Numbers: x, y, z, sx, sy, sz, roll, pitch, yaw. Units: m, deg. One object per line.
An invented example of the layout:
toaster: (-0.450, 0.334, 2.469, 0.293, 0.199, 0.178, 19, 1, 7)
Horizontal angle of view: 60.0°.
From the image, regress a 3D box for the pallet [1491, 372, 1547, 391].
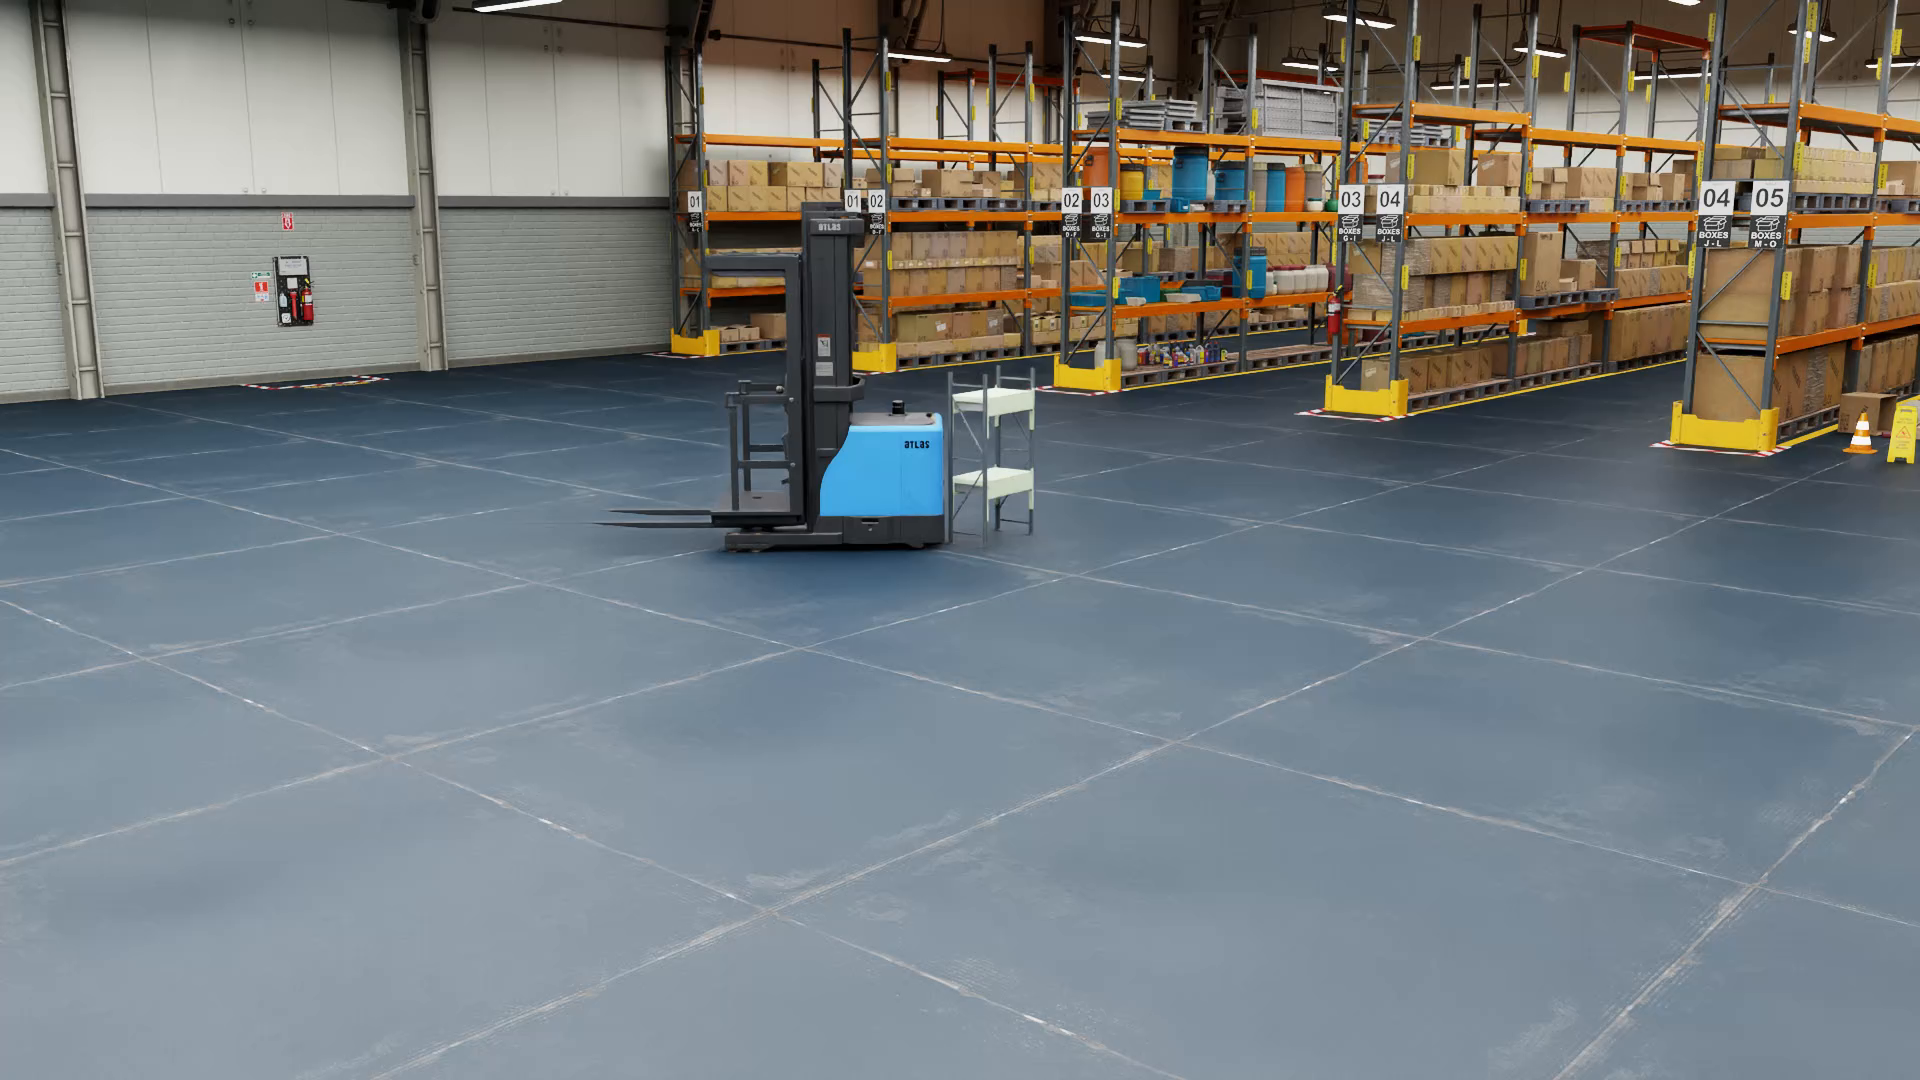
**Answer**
pallet: (8.931, -2.635, 27.363, 1.003, 0.211, 1.213, 10, 15, 40)

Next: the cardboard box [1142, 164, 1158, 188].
cardboard box: (3.913, -7.831, 35.793, 0.500, 0.500, 0.500, 10, 15, 40)

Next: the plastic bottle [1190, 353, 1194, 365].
plastic bottle: (3.982, -3.119, 28.690, 0.097, 0.201, 0.097, 0, 11, 0)

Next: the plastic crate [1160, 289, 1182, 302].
plastic crate: (3.590, -4.261, 28.925, 0.450, 0.188, 0.662, 10, 15, 40)

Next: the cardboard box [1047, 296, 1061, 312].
cardboard box: (2.205, -6.025, 41.634, 0.750, 0.750, 0.750, 10, 15, 41)

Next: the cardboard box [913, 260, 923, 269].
cardboard box: (-0.902, -5.053, 30.440, 0.380, 0.149, 0.250, 10, 15, 41)

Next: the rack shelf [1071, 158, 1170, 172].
rack shelf: (3.857, -9.673, 43.023, 1.077, 0.370, 4.000, 10, 15, 40)

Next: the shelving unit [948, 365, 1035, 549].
shelving unit: (0.279, -0.744, 14.605, 0.431, 1.500, 0.755, 8, 14, 35)

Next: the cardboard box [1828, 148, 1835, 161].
cardboard box: (10.736, -4.831, 20.861, 0.380, 0.149, 0.250, 10, 15, 40)

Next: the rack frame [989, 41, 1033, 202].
rack frame: (0.980, -8.111, 32.343, 1.000, 3.000, 0.127, 10, 15, 40)

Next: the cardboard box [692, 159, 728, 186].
cardboard box: (-4.948, -7.265, 32.911, 0.500, 0.500, 0.500, 8, 14, 36)

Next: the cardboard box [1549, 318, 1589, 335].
cardboard box: (10.639, -3.731, 29.077, 0.500, 0.250, 0.500, 11, 15, 43)

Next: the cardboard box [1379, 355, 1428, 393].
cardboard box: (6.572, -2.461, 24.684, 0.500, 0.500, 0.500, -7, 13, -33)

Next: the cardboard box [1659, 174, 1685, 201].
cardboard box: (13.324, -6.704, 31.630, 0.700, 0.500, 0.500, 10, 15, 42)

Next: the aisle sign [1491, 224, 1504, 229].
aisle sign: (12.444, -7.617, 38.552, 0.394, 0.787, 0.004, 10, 15, 40)

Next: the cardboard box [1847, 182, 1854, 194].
cardboard box: (11.407, -4.589, 21.687, 0.380, 0.149, 0.250, 10, 15, 41)

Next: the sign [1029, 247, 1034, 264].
sign: (1.397, -5.560, 32.480, 0.100, 0.325, 0.005, 10, 15, 40)

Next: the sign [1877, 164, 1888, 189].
sign: (12.495, -4.923, 22.520, 0.100, 0.325, 0.005, 10, 15, 40)

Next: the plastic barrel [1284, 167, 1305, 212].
plastic barrel: (6.201, -6.609, 31.386, 0.600, 0.830, 0.708, 10, 15, 40)

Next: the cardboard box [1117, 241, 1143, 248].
cardboard box: (4.376, -7.536, 44.019, 0.980, 0.700, 0.700, 10, 15, 40)

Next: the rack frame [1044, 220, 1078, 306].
rack frame: (2.537, -6.986, 42.028, 1.000, 3.000, 0.127, 10, 15, 40)

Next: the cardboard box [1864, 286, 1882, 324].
cardboard box: (12.627, -3.323, 23.434, 0.500, 0.500, 0.500, 10, 15, 41)

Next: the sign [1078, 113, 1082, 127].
sign: (2.952, -10.356, 40.998, 0.100, 0.325, 0.005, 10, 15, 40)

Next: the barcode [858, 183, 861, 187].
barcode: (-1.824, -6.442, 30.168, 0.001, 0.075, 0.075, 10, 15, 40)

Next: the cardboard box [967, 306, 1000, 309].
cardboard box: (0.438, -4.366, 32.946, 0.500, 0.500, 0.500, 10, 15, 40)

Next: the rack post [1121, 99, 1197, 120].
rack post: (3.313, -7.133, 27.642, 0.937, 0.300, 0.954, 9, 15, 39)

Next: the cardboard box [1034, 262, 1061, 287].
cardboard box: (1.846, -5.406, 33.864, 0.500, 0.500, 0.500, -11, 16, -43)

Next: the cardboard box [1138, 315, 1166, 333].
cardboard box: (4.135, -4.777, 36.229, 0.500, 0.500, 0.500, 11, 15, 43)

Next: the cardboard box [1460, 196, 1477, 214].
cardboard box: (7.296, -4.960, 24.610, 0.500, 0.250, 0.500, 10, 15, 42)

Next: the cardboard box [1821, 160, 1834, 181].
cardboard box: (10.615, -4.628, 20.861, 0.500, 0.250, 0.500, 10, 15, 40)

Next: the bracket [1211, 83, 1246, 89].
bracket: (8.025, -13.067, 47.969, 0.076, 0.066, 3.189, 10, 15, 40)

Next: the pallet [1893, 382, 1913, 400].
pallet: (14.141, -2.346, 25.918, 1.003, 0.211, 1.213, 10, 15, 40)

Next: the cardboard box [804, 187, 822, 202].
cardboard box: (-3.235, -7.159, 34.933, 0.500, 0.500, 0.500, 8, 14, 36)

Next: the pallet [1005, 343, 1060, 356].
pallet: (1.437, -3.915, 33.772, 1.003, 0.211, 1.213, 10, 15, 40)

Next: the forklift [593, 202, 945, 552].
forklift: (-1.656, -1.437, 14.423, 3.031, 2.935, 1.130, 0, 11, -1)

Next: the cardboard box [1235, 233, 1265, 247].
cardboard box: (6.783, -6.918, 38.881, 0.500, 0.500, 0.500, 10, 15, 42)

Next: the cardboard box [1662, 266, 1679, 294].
cardboard box: (13.264, -4.937, 31.517, 0.500, 0.500, 0.500, 10, 15, 42)

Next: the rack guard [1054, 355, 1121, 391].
rack guard: (2.072, -2.731, 27.106, 1.175, 0.500, 0.348, 10, 15, 40)

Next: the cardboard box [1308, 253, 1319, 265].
cardboard box: (8.470, -6.805, 40.870, 0.500, 0.500, 0.500, 10, 15, 41)

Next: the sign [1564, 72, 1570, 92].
sign: (10.640, -8.025, 29.124, 0.100, 0.325, 0.005, 10, 15, 40)

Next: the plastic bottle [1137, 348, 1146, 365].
plastic bottle: (3.127, -3.180, 28.803, 0.152, 0.276, 0.135, 10, 15, 41)

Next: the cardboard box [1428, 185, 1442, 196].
cardboard box: (6.685, -5.012, 23.853, 0.380, 0.149, 0.250, 11, 15, 43)

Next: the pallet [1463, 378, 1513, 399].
pallet: (8.002, -2.416, 26.271, 1.003, 0.211, 1.213, 10, 15, 40)

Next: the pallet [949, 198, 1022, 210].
pallet: (0.436, -6.467, 32.001, 1.003, 0.211, 1.213, 10, 15, 40)

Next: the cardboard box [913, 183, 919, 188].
cardboard box: (-1.099, -6.456, 30.669, 0.500, 0.250, 0.500, 10, 15, 40)

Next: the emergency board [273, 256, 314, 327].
emergency board: (-11.193, -4.193, 28.048, 0.194, 1.169, 0.643, 10, 15, 40)

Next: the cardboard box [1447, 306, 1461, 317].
cardboard box: (7.208, -3.395, 24.691, 0.380, 0.149, 0.250, 10, 15, 40)

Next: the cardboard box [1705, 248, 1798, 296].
cardboard box: (9.711, -3.295, 20.411, 0.875, 0.550, 0.550, 10, 15, 40)

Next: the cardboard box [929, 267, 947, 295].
cardboard box: (-0.668, -4.846, 31.062, 0.700, 0.500, 0.500, 10, 15, 41)

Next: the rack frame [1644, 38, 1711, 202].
rack frame: (13.699, -8.006, 31.821, 1.000, 3.000, 0.127, 10, 15, 40)

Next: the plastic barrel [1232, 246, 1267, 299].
plastic barrel: (5.180, -4.791, 29.761, 0.600, 0.901, 0.708, 10, 15, 40)

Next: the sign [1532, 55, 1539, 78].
sign: (8.814, -7.253, 25.464, 0.100, 0.325, 0.005, 10, 15, 40)

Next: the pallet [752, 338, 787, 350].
pallet: (-3.966, -4.157, 34.987, 1.003, 0.211, 1.213, 10, 15, 40)

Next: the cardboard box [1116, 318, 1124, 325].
cardboard box: (3.121, -4.703, 35.118, 0.500, 0.311, 0.500, 9, 15, 39)

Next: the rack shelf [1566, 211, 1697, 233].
rack shelf: (12.379, -5.888, 30.712, 1.077, 0.370, 4.000, 10, 15, 40)
